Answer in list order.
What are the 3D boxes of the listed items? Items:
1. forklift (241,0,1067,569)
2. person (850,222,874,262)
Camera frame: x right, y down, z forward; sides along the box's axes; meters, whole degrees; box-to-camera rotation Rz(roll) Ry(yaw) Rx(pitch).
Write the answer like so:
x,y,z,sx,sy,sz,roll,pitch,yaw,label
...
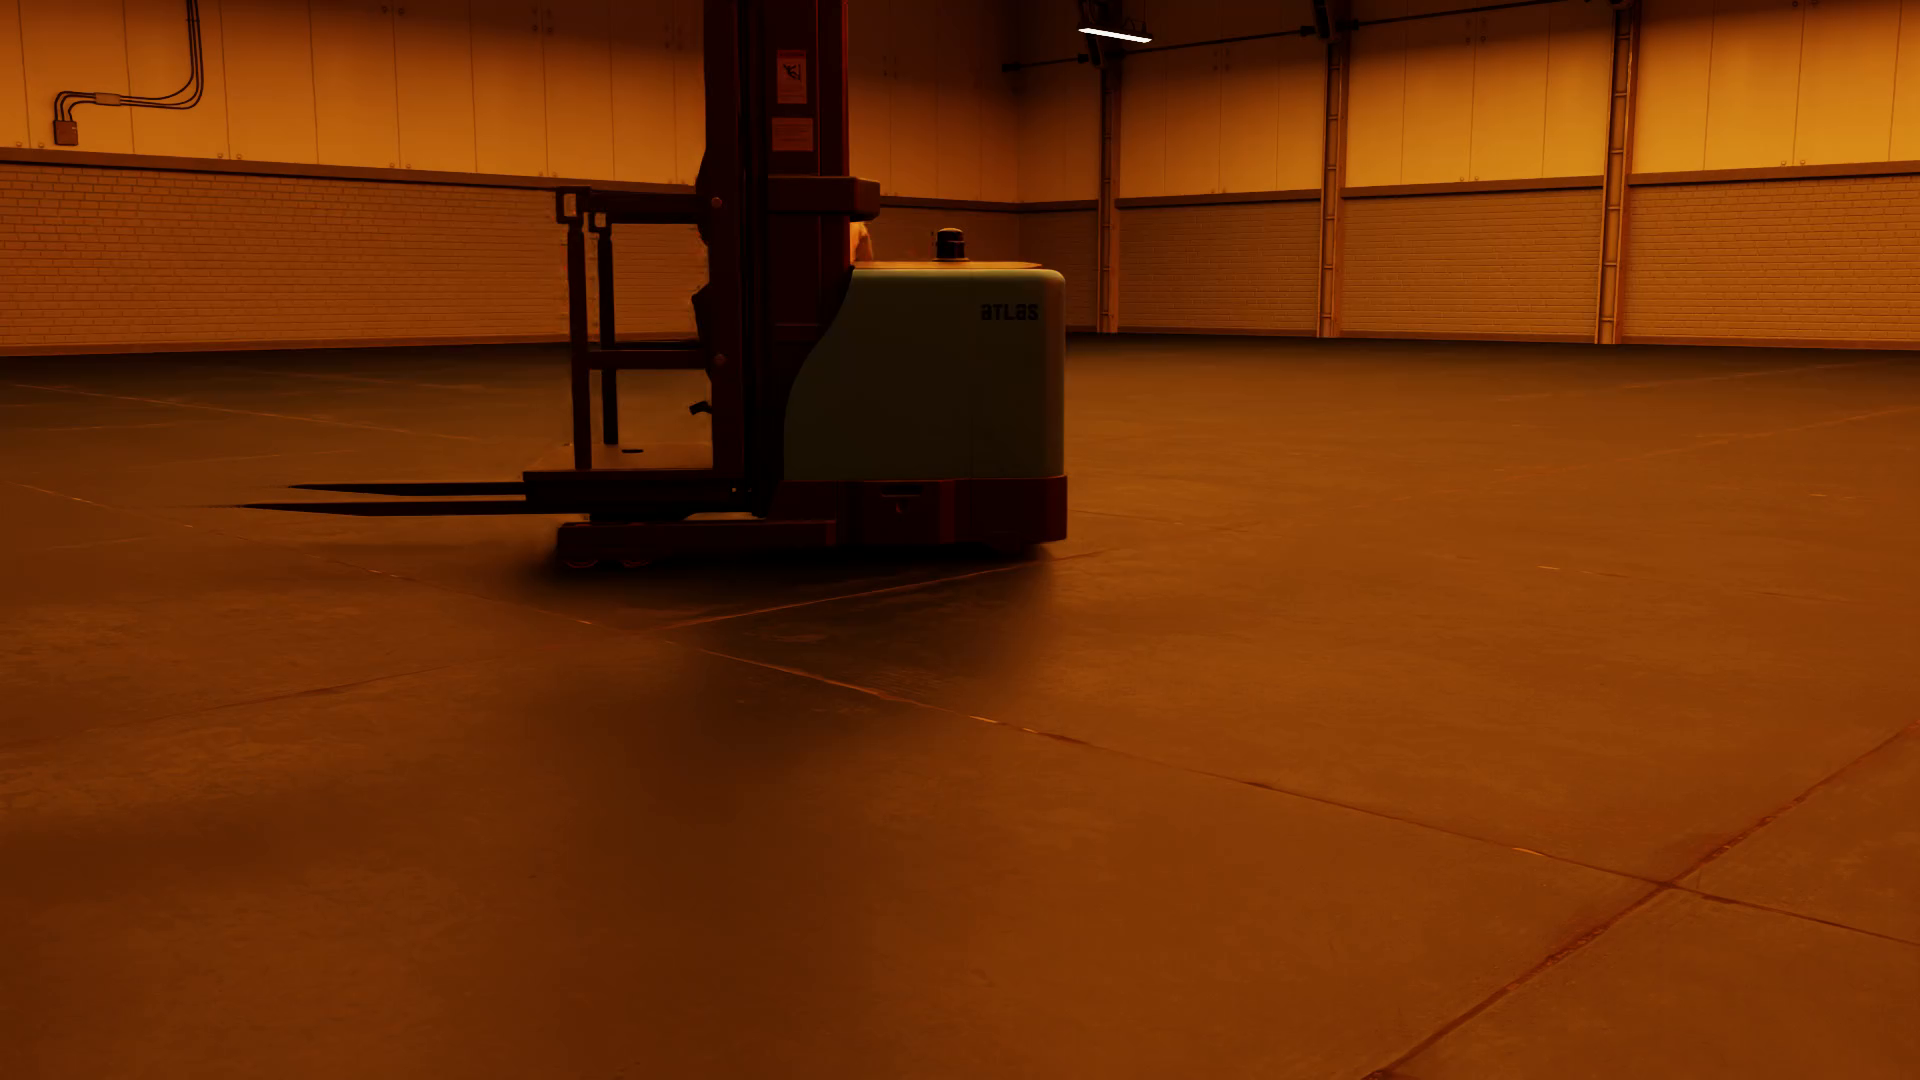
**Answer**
x,y,z,sx,sy,sz,roll,pitch,yaw,label
-1.148,-1.428,6.354,3.031,2.935,1.130,-1,9,-6,forklift
-0.847,-1.232,9.127,0.805,1.767,0.498,-5,10,-30,person
